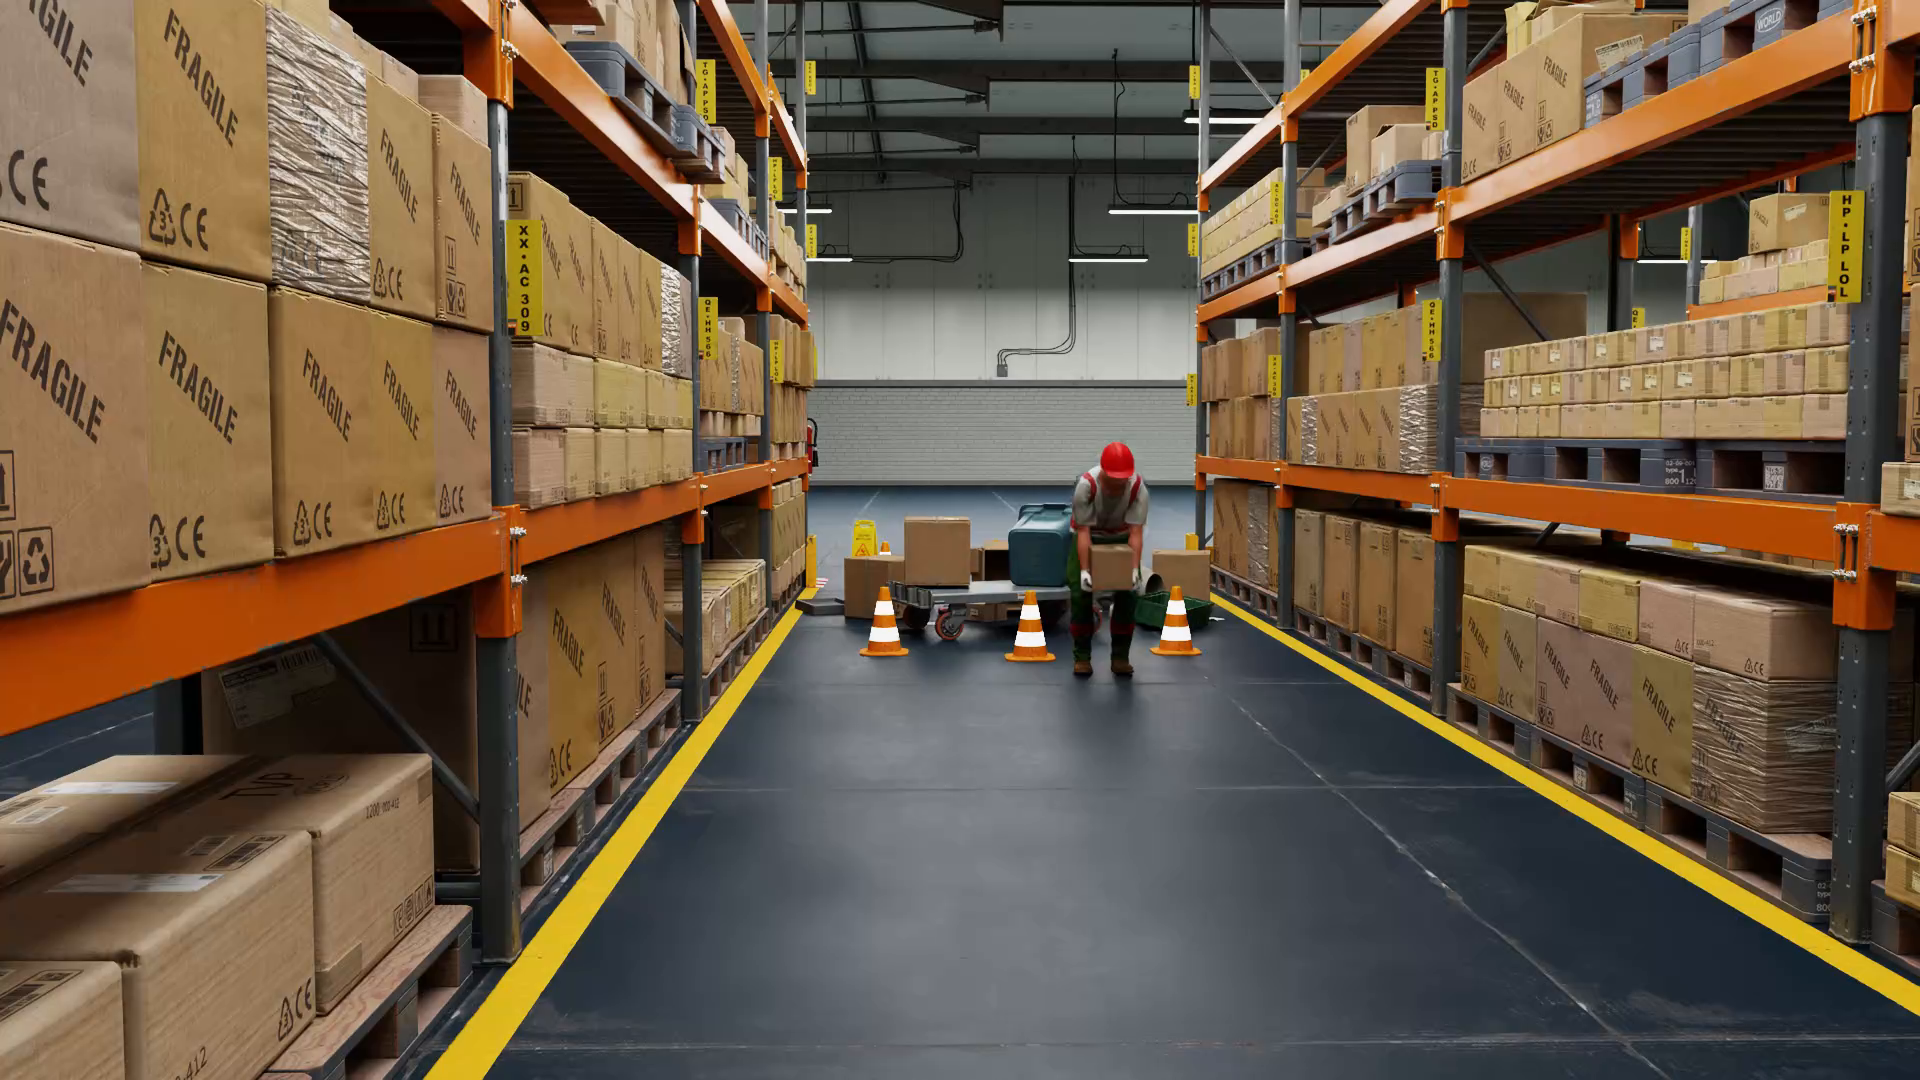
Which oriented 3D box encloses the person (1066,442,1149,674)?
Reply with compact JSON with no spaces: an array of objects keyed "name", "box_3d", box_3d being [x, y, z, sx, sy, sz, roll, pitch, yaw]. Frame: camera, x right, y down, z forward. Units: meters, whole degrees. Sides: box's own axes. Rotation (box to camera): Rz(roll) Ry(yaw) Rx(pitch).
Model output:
[{"name":"person","box_3d":[0.926,0.125,10.431,0.492,1.478,0.851,0,4,-3]}]
